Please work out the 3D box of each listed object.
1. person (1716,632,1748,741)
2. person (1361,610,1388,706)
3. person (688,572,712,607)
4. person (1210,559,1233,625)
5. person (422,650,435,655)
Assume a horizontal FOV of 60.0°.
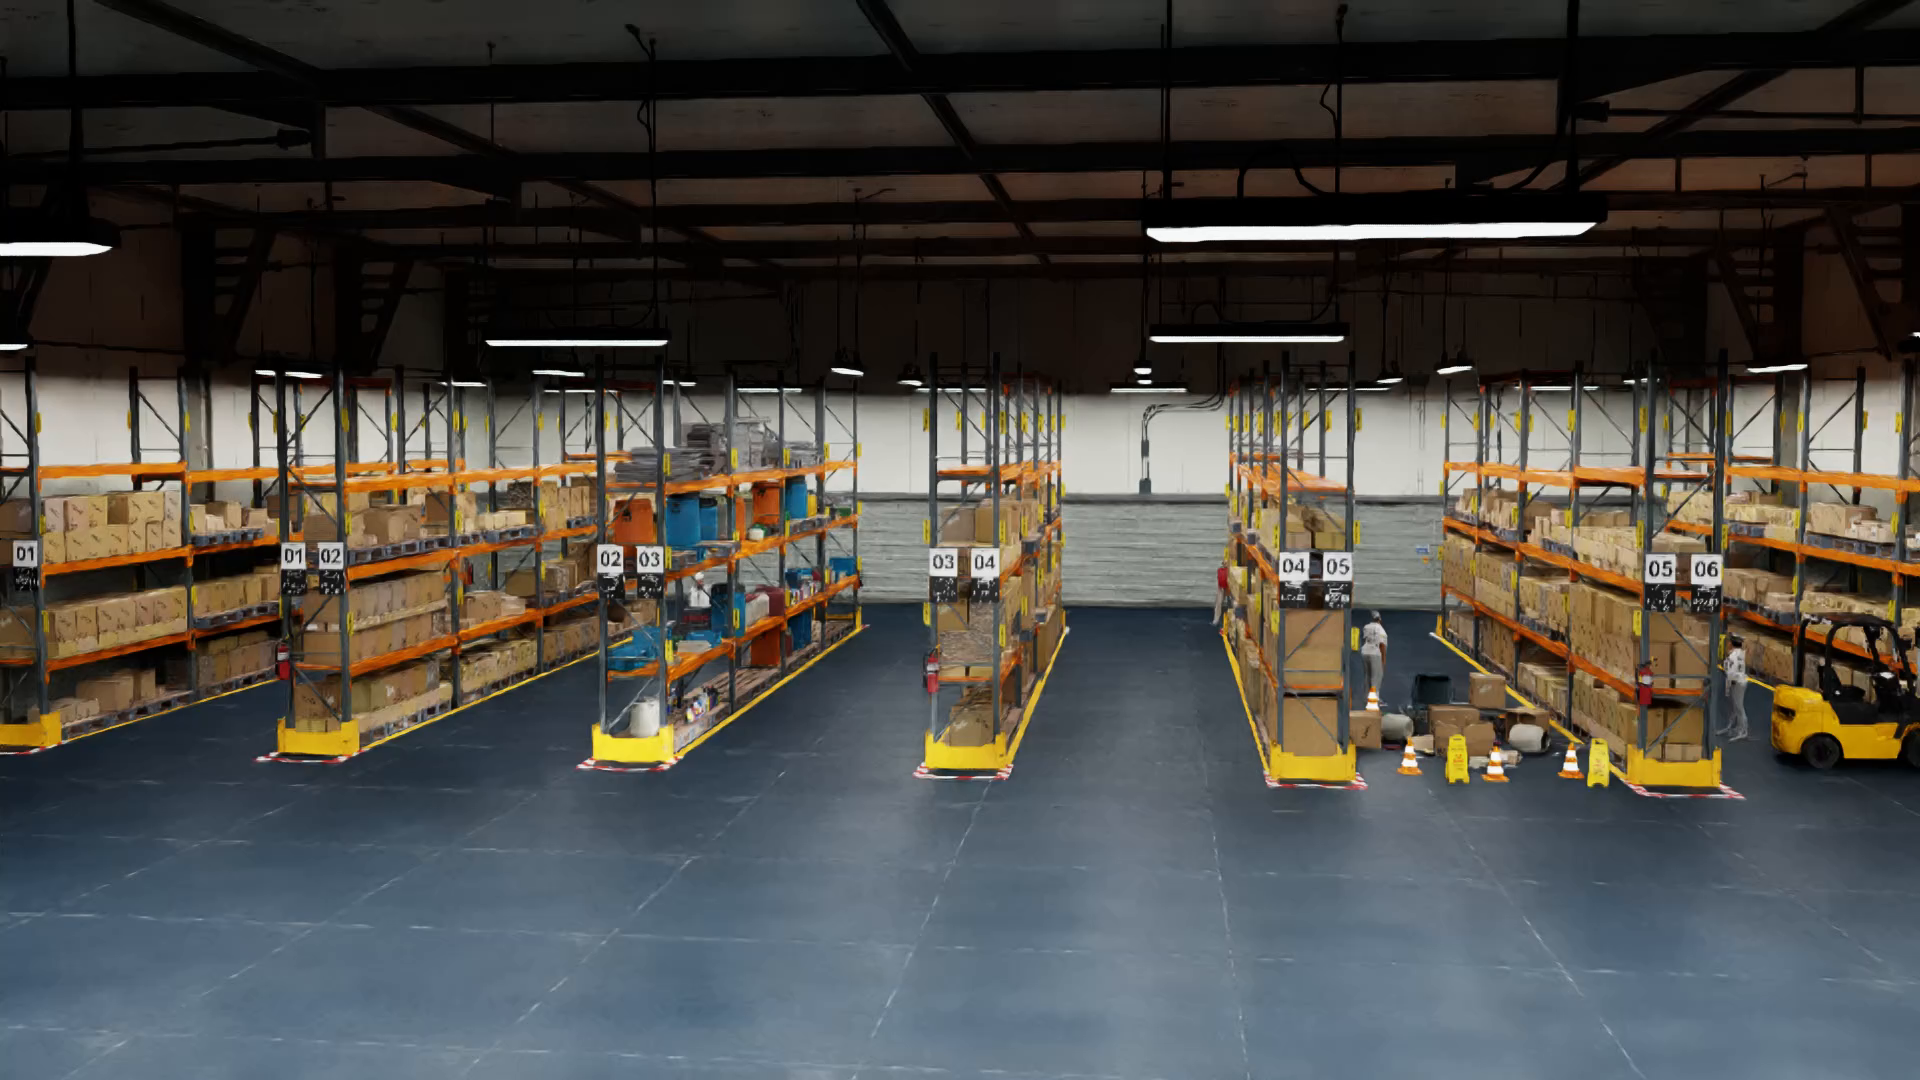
[{"bbox_3d":[12.212,2.304,26.260,0.544,1.655,0.572,3,5,38],"label":"person"},{"bbox_3d":[7.363,2.078,29.474,0.448,1.671,0.534,-2,4,-25],"label":"person"},{"bbox_3d":[-5.731,1.554,36.636,0.543,1.698,1.111,1,4,9],"label":"person"},{"bbox_3d":[6.572,1.262,41.035,0.586,1.677,0.968,2,5,30],"label":"person"},{"bbox_3d":[-11.543,1.621,35.730,0.457,1.675,0.531,-1,4,-15],"label":"person"}]
